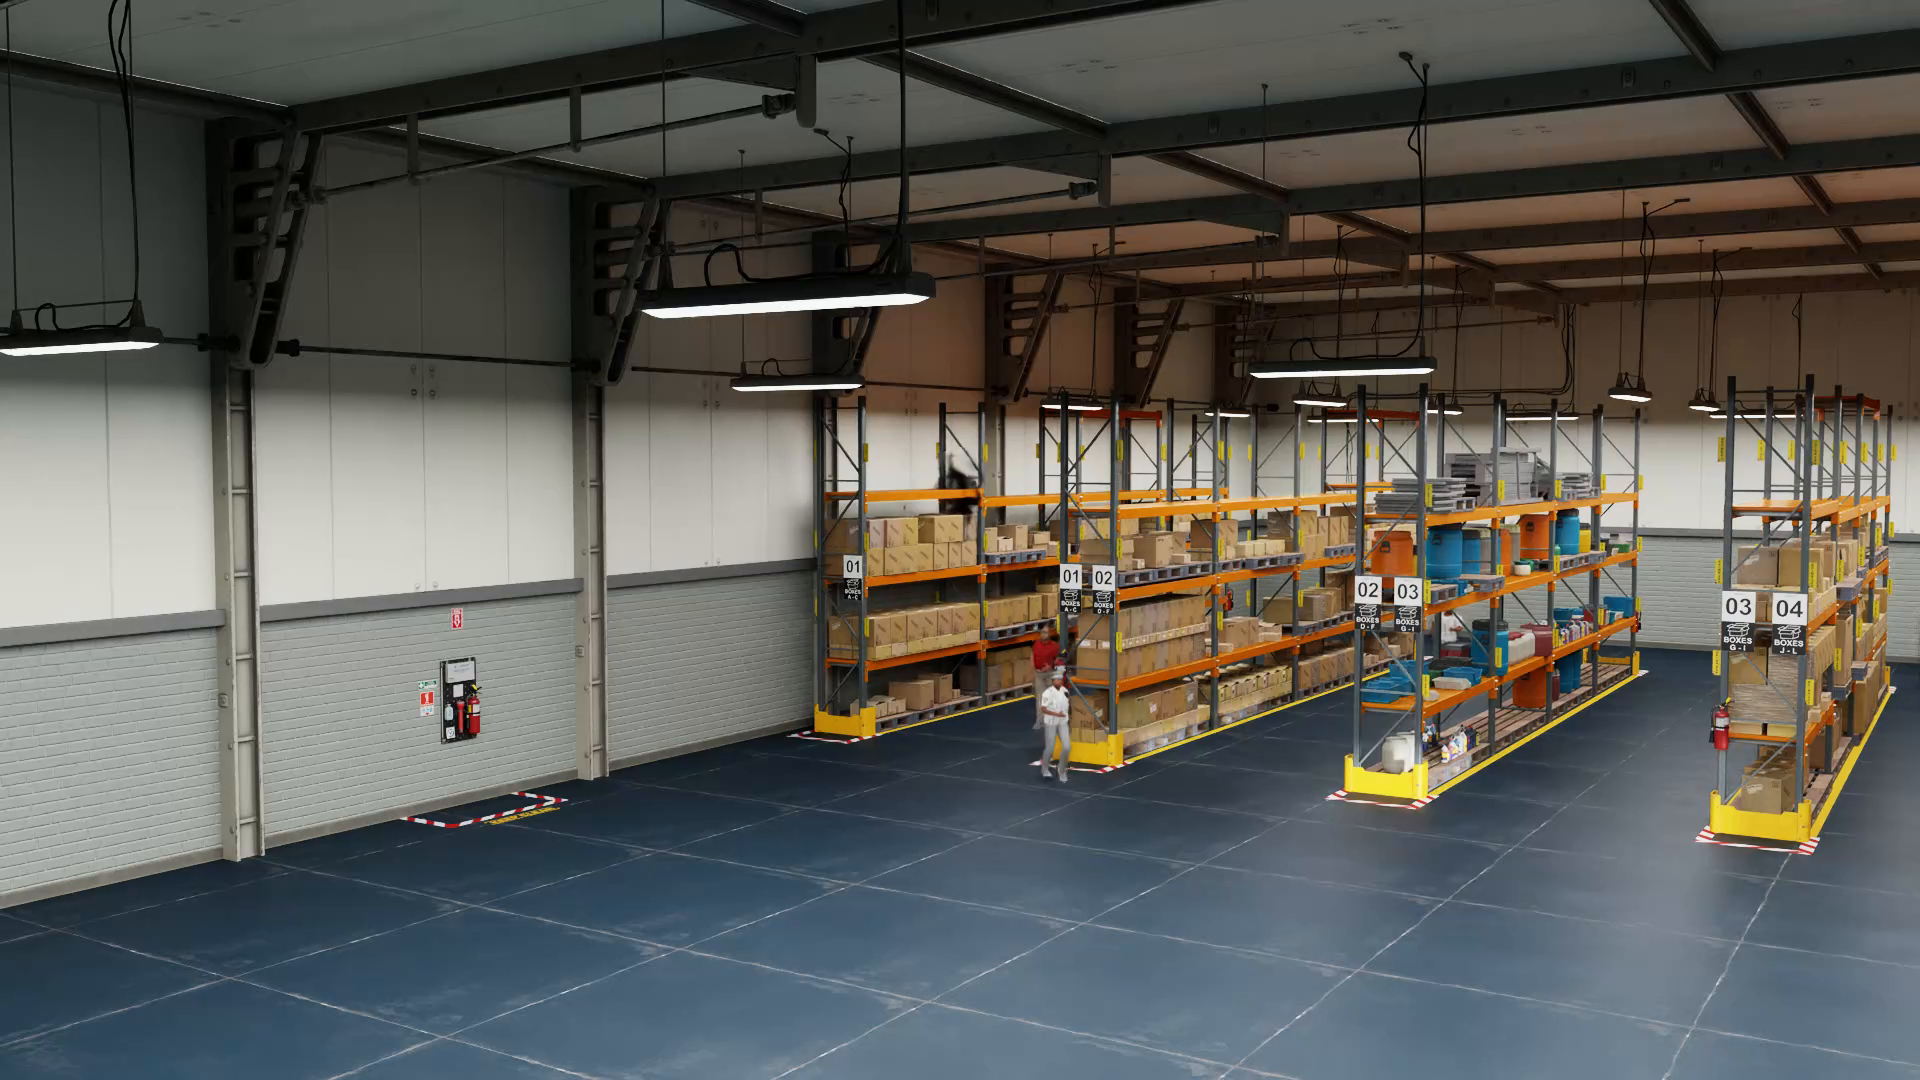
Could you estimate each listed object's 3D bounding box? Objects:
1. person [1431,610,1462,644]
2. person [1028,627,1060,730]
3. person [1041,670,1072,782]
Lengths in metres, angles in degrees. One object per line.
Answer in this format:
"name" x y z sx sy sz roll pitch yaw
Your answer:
"person" 10.671 2.212 36.471 0.672 1.816 0.834 1 3 20
"person" 1.466 2.374 28.517 0.684 1.784 0.776 1 3 25
"person" 1.492 2.846 25.360 0.593 1.754 0.719 -1 3 -23
